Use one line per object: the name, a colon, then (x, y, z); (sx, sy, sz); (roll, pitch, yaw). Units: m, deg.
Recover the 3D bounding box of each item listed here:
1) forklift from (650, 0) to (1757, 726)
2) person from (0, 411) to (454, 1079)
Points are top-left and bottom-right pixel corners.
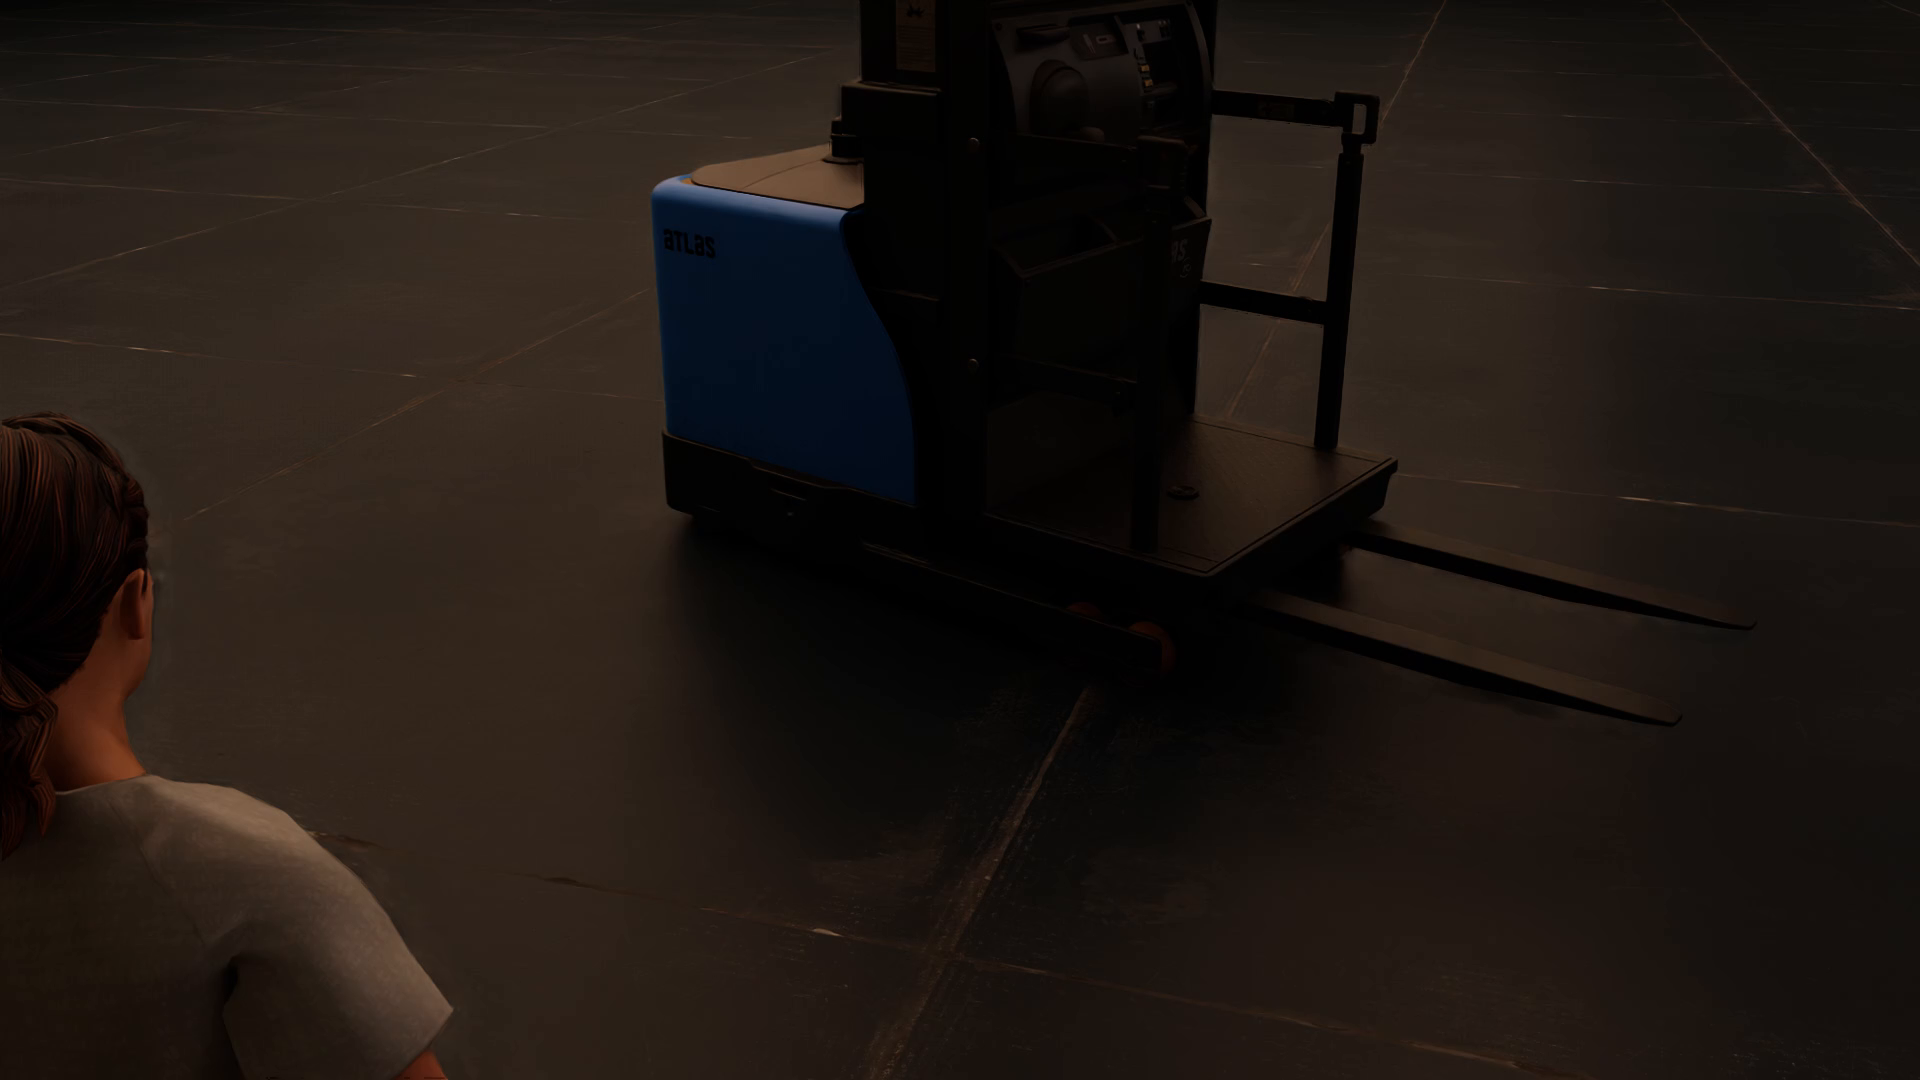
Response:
forklift: (0.549, -1.208, 4.206); (3.031, 2.935, 1.130); (17, 28, 35)
person: (-0.613, 0.662, 1.451); (0.790, 1.590, 0.490); (6, 23, 13)
